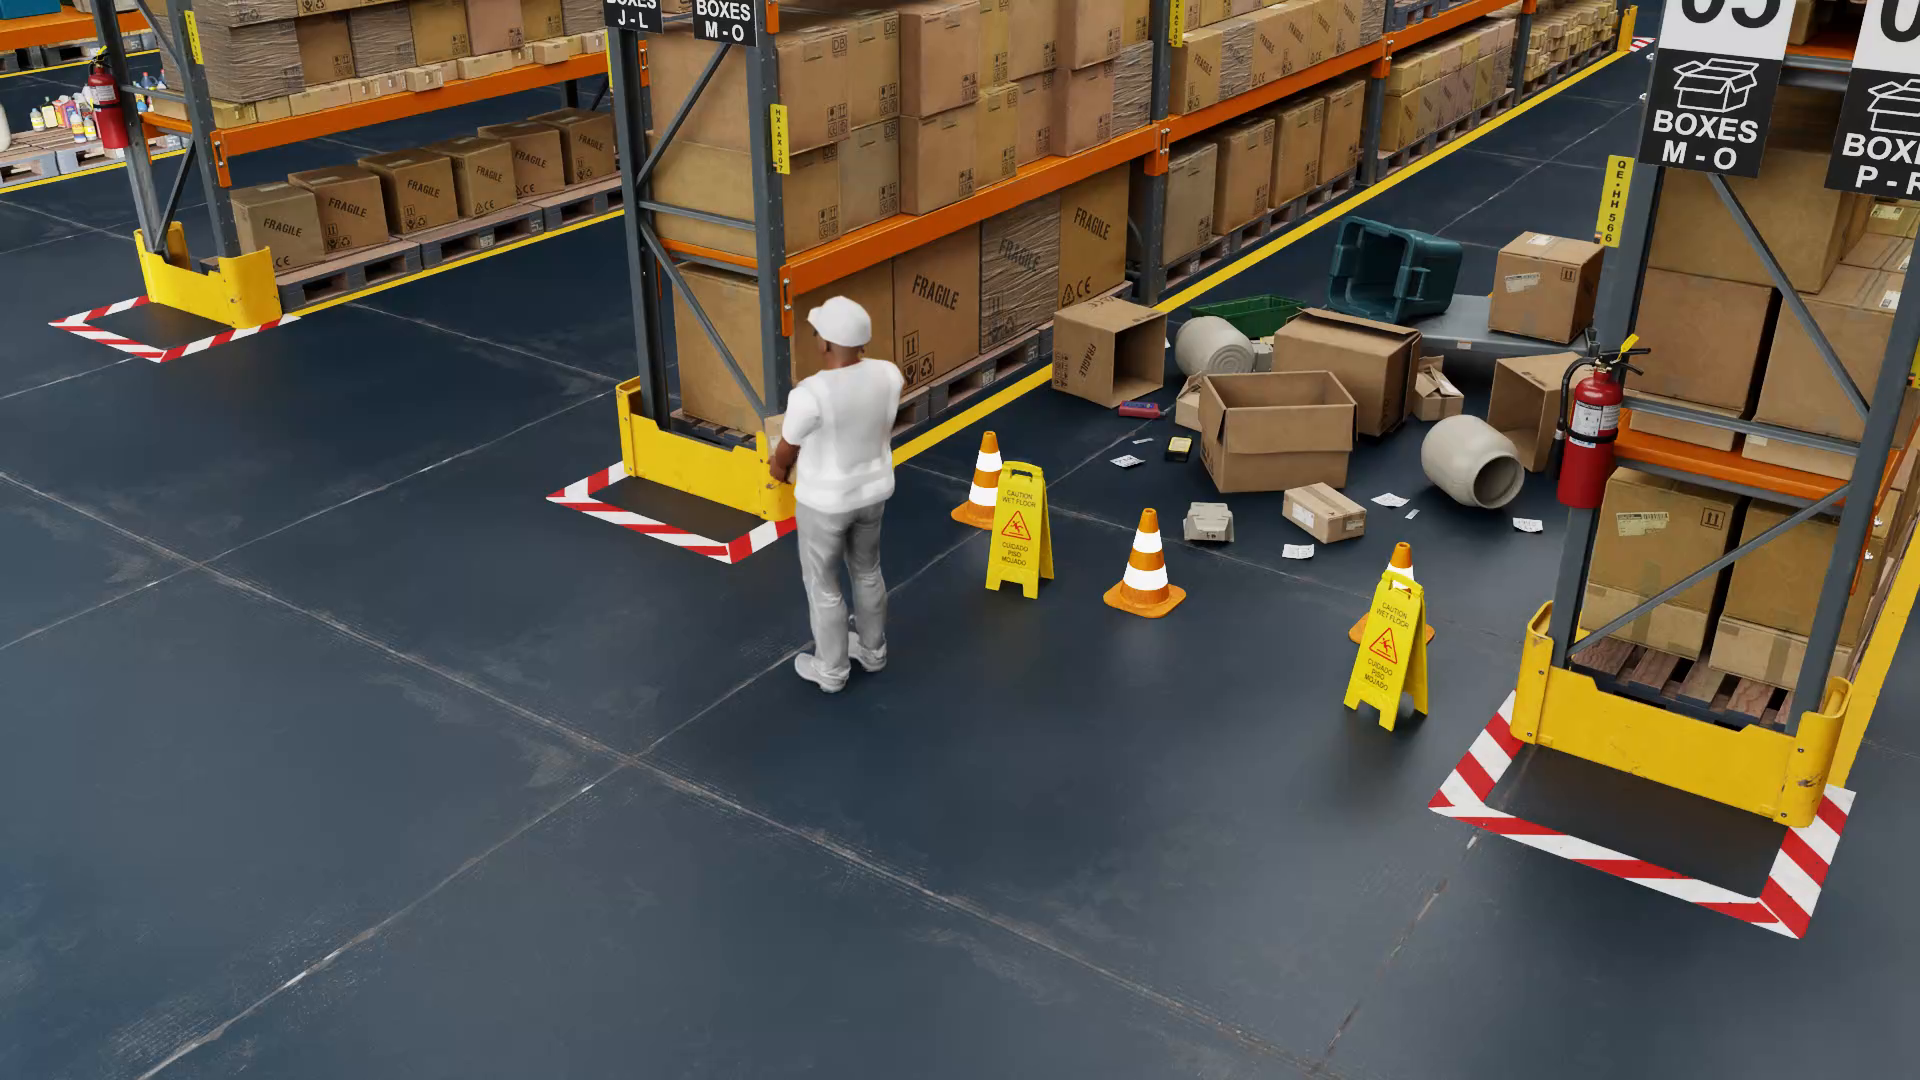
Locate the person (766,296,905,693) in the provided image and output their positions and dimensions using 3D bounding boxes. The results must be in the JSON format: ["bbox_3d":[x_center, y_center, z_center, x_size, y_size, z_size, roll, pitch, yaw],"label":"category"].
[{"bbox_3d":[-0.548,-0.219,7.022,0.513,1.769,0.573,-19,32,-33],"label":"person"}]
